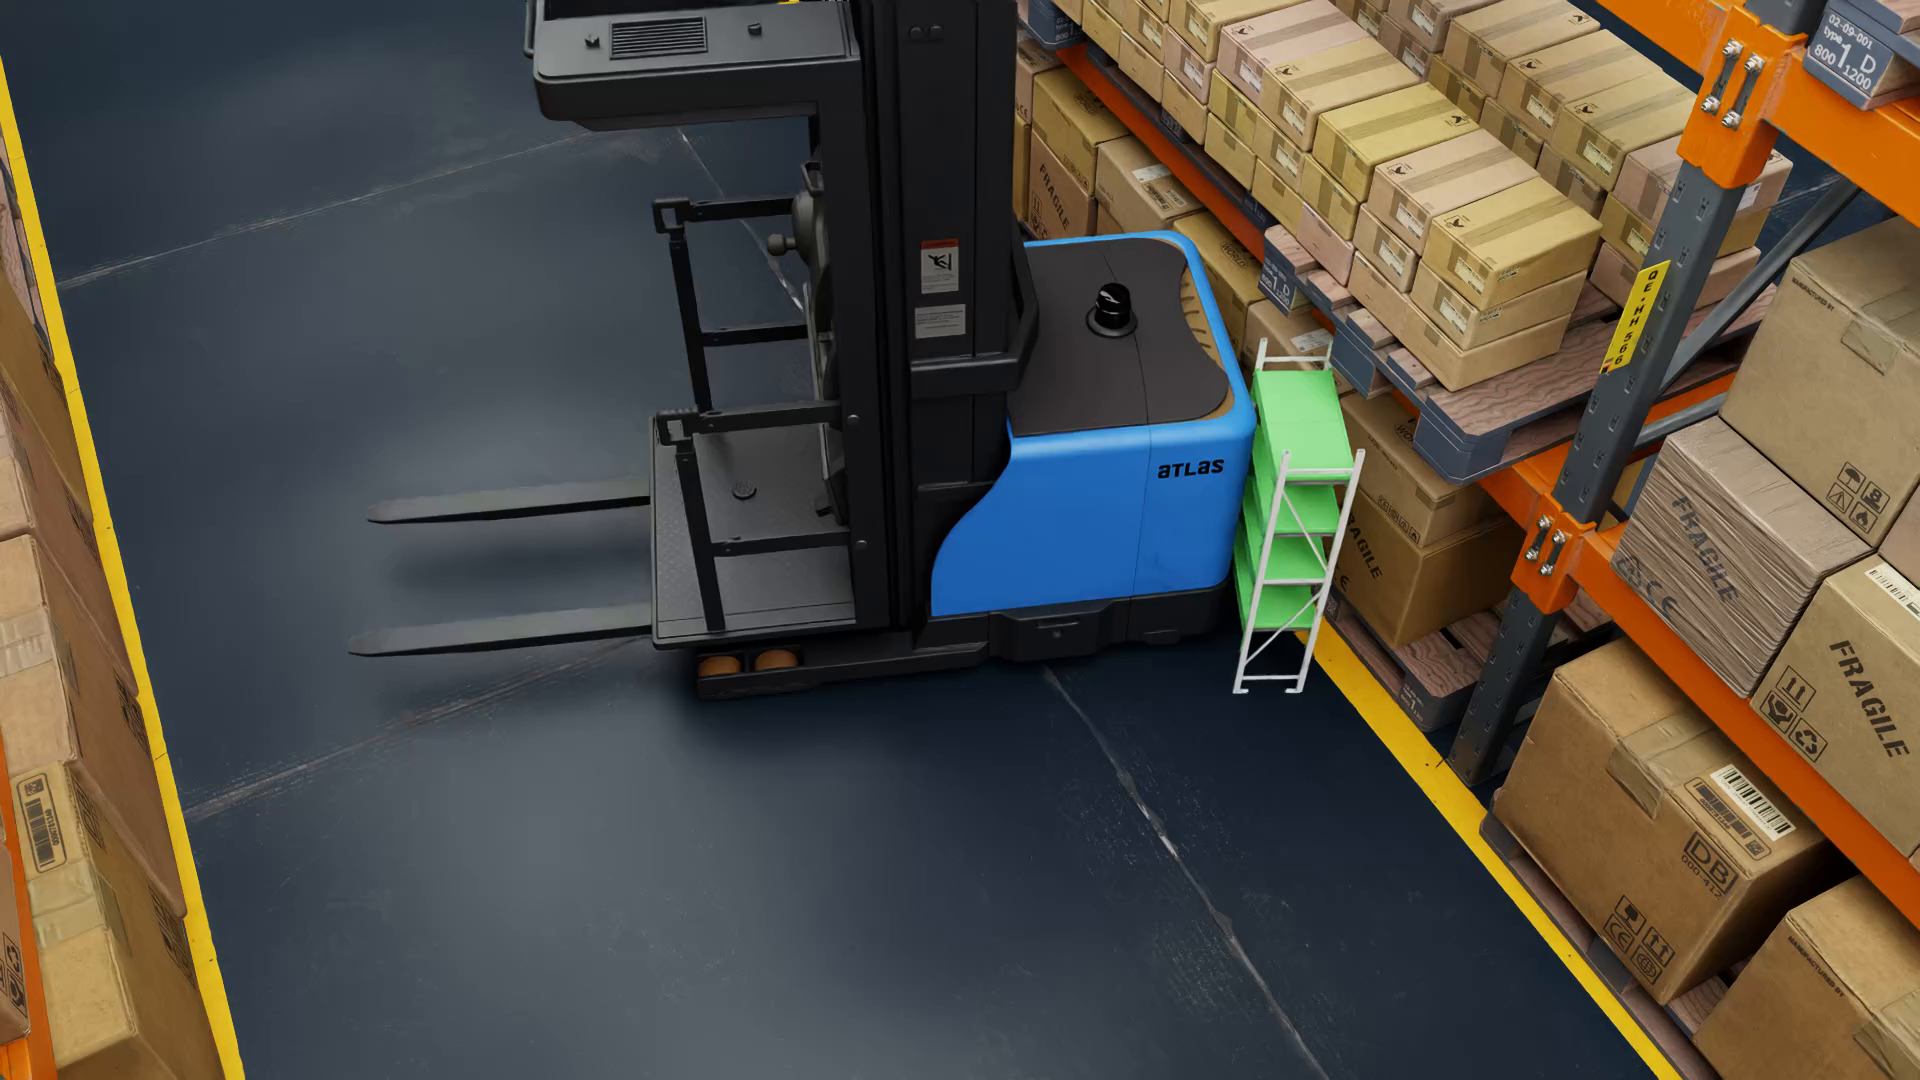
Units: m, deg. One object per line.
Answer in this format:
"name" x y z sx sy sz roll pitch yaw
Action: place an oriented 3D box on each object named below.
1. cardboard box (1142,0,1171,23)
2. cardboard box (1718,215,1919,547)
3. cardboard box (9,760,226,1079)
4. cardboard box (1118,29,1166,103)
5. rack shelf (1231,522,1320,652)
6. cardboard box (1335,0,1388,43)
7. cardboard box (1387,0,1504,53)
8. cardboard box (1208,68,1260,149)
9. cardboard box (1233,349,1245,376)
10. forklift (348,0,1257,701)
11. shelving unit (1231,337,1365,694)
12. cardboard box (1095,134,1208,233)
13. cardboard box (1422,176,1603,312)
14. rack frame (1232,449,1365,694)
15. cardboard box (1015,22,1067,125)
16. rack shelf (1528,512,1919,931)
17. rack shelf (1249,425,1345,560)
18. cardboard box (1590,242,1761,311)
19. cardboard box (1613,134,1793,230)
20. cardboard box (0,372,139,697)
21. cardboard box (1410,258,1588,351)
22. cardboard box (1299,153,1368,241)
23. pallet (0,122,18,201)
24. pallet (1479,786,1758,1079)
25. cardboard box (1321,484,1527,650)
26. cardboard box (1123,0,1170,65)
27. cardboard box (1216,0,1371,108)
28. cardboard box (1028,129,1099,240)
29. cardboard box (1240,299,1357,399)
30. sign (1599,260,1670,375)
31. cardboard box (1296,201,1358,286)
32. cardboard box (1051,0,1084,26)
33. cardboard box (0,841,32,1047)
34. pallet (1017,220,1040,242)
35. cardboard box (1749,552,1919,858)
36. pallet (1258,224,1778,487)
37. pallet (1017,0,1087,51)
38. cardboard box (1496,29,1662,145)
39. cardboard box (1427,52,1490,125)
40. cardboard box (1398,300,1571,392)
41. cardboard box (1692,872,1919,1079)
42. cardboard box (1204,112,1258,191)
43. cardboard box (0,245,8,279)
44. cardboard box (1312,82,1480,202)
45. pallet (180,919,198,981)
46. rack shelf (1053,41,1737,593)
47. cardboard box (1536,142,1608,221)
"cardboard box" 0.765 -1.834 5.354 0.380 0.149 0.250 -20 52 -16
"cardboard box" 2.301 -0.430 3.903 0.700 0.500 0.500 -21 52 -18
"cardboard box" -2.649 1.361 4.199 1.225 0.875 0.875 -23 53 -19
"cardboard box" 0.760 -1.641 5.580 0.380 0.149 0.250 -23 53 -19
"rack shelf" 1.065 0.150 5.726 0.258 0.148 0.480 -1 49 -1
"cardboard box" 1.471 -1.779 5.504 0.380 0.149 0.250 -22 52 -18
"cardboard box" 1.586 -1.702 5.238 0.380 0.149 0.250 -19 51 -16
"cardboard box" 1.001 -1.387 5.161 0.380 0.149 0.250 -21 52 -18
"cardboard box" 1.080 -0.735 6.281 0.500 0.500 0.500 -23 53 -19
"forklift" -0.613 -0.837 5.035 3.031 2.935 1.130 -6 49 -5
"shelving unit" 1.065 -0.050 5.496 0.258 1.200 0.503 -1 49 -1
"cardboard box" 0.853 -1.327 6.302 0.500 0.250 0.500 -19 52 -16
"cardboard box" 1.473 -0.793 4.444 0.380 0.149 0.250 -23 53 -19
"rack frame" 1.070 0.134 5.336 0.240 1.200 0.015 -1 49 -1
"cardboard box" 0.377 -2.026 6.912 0.500 0.250 0.500 -23 53 -19
"rack shelf" 3.020 1.204 3.682 1.077 0.370 4.000 -21 52 -18
"rack shelf" 1.065 -0.165 5.364 0.258 0.148 0.480 -1 49 -1
"cardboard box" 2.079 -0.796 4.842 0.380 0.149 0.250 -22 52 -18
"cardboard box" 2.063 -1.002 4.626 0.380 0.149 0.250 -21 52 -17
"cardboard box" -3.462 0.172 5.239 1.225 0.875 0.875 -23 53 -19
"cardboard box" 1.474 -0.699 4.559 0.380 0.149 0.250 -20 52 -17
"cardboard box" 1.227 -1.052 4.868 0.380 0.149 0.250 -20 52 -17
"pallet" -5.023 -1.844 7.722 1.003 0.211 1.213 -21 52 -18
"pallet" 2.398 1.100 5.148 1.003 0.211 1.213 -21 52 -18
"cardboard box" 1.571 -0.038 5.672 0.500 0.500 0.500 -21 52 -18
"cardboard box" 0.763 -1.734 5.464 0.380 0.149 0.250 -22 52 -18
"cardboard box" 1.009 -1.478 5.043 0.380 0.149 0.250 -21 52 -18
"cardboard box" 0.620 -1.425 6.885 0.500 0.500 0.500 -19 52 -16
"cardboard box" 1.318 -0.636 5.697 0.500 0.250 0.500 -20 52 -17
"sign" 1.626 -0.534 4.007 0.100 0.325 0.005 -21 52 -18
"cardboard box" 1.240 -0.938 4.966 0.380 0.149 0.250 -20 52 -17
"cardboard box" 0.519 -1.992 5.887 0.380 0.149 0.250 -23 53 -19
"cardboard box" -2.332 0.817 3.476 0.500 0.500 0.500 -20 52 -16
"pallet" 0.632 -1.610 7.518 1.003 0.211 1.213 -21 52 -18
"cardboard box" 2.305 0.328 3.904 0.500 0.500 0.500 -22 52 -18
"pallet" 1.684 -0.749 5.040 1.213 0.211 1.003 -21 52 -18
"pallet" 0.495 -2.424 6.505 1.003 0.211 1.213 -21 52 -18
"cardboard box" 1.832 -1.344 4.925 0.380 0.149 0.250 -21 52 -18
"cardboard box" 1.695 -1.445 5.211 0.380 0.149 0.250 -21 52 -17
"cardboard box" 1.470 -0.599 4.669 0.380 0.149 0.250 -20 52 -17
"cardboard box" 2.706 1.253 4.377 1.050 0.750 0.750 -20 52 -17
"cardboard box" 1.005 -1.286 5.270 0.380 0.149 0.250 -23 53 -19
"cardboard box" -4.413 -1.316 6.541 0.875 0.875 0.875 -21 52 -18
"cardboard box" 1.240 -1.138 4.745 0.380 0.149 0.250 -20 52 -16
"pallet" -2.646 1.633 4.681 1.003 0.211 1.213 -21 52 -18
"rack shelf" 1.189 -1.474 6.024 1.077 0.370 4.000 -21 52 -18
"cardboard box" 1.936 -1.099 4.909 0.380 0.149 0.250 -19 51 -16
